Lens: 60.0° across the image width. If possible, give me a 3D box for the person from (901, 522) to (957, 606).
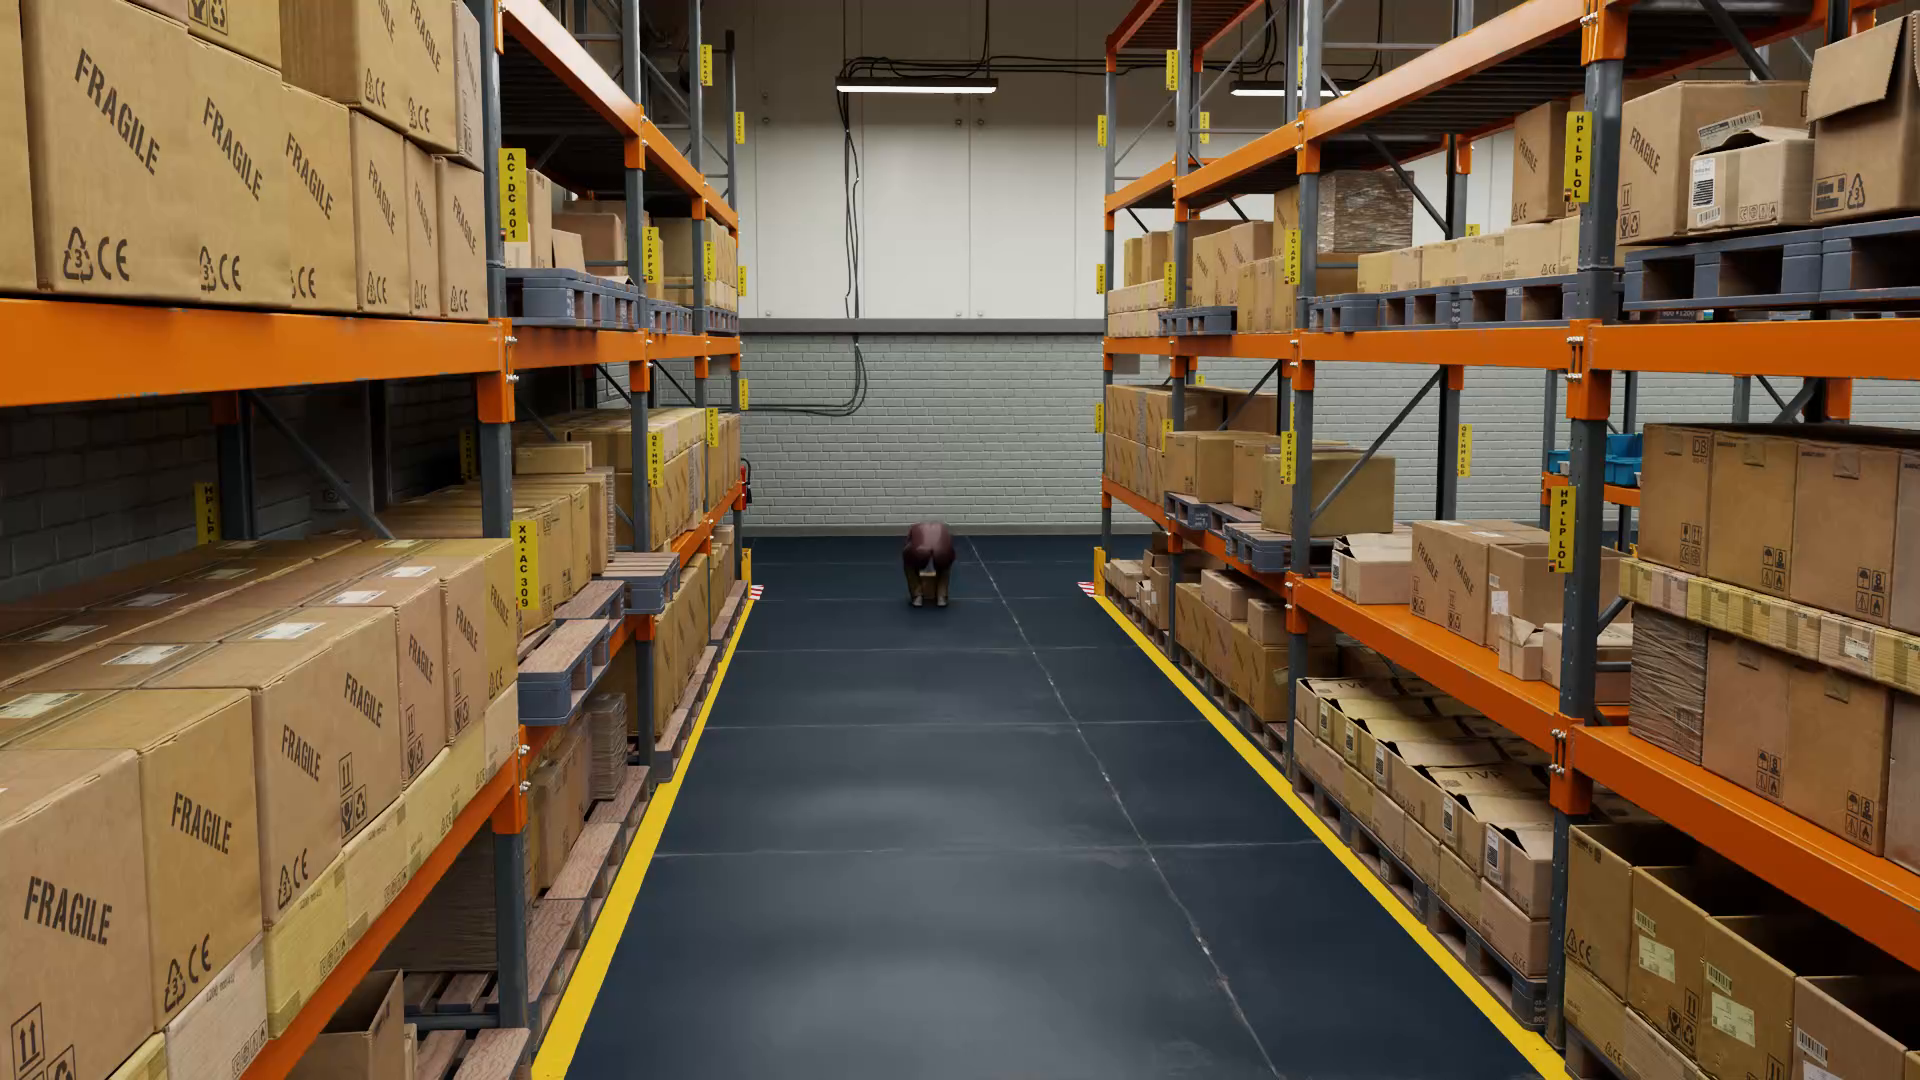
[{"bbox_3d":[-0.340,0.240,17.686,0.593,0.895,0.953,-1,7,-6],"label":"person"}]
